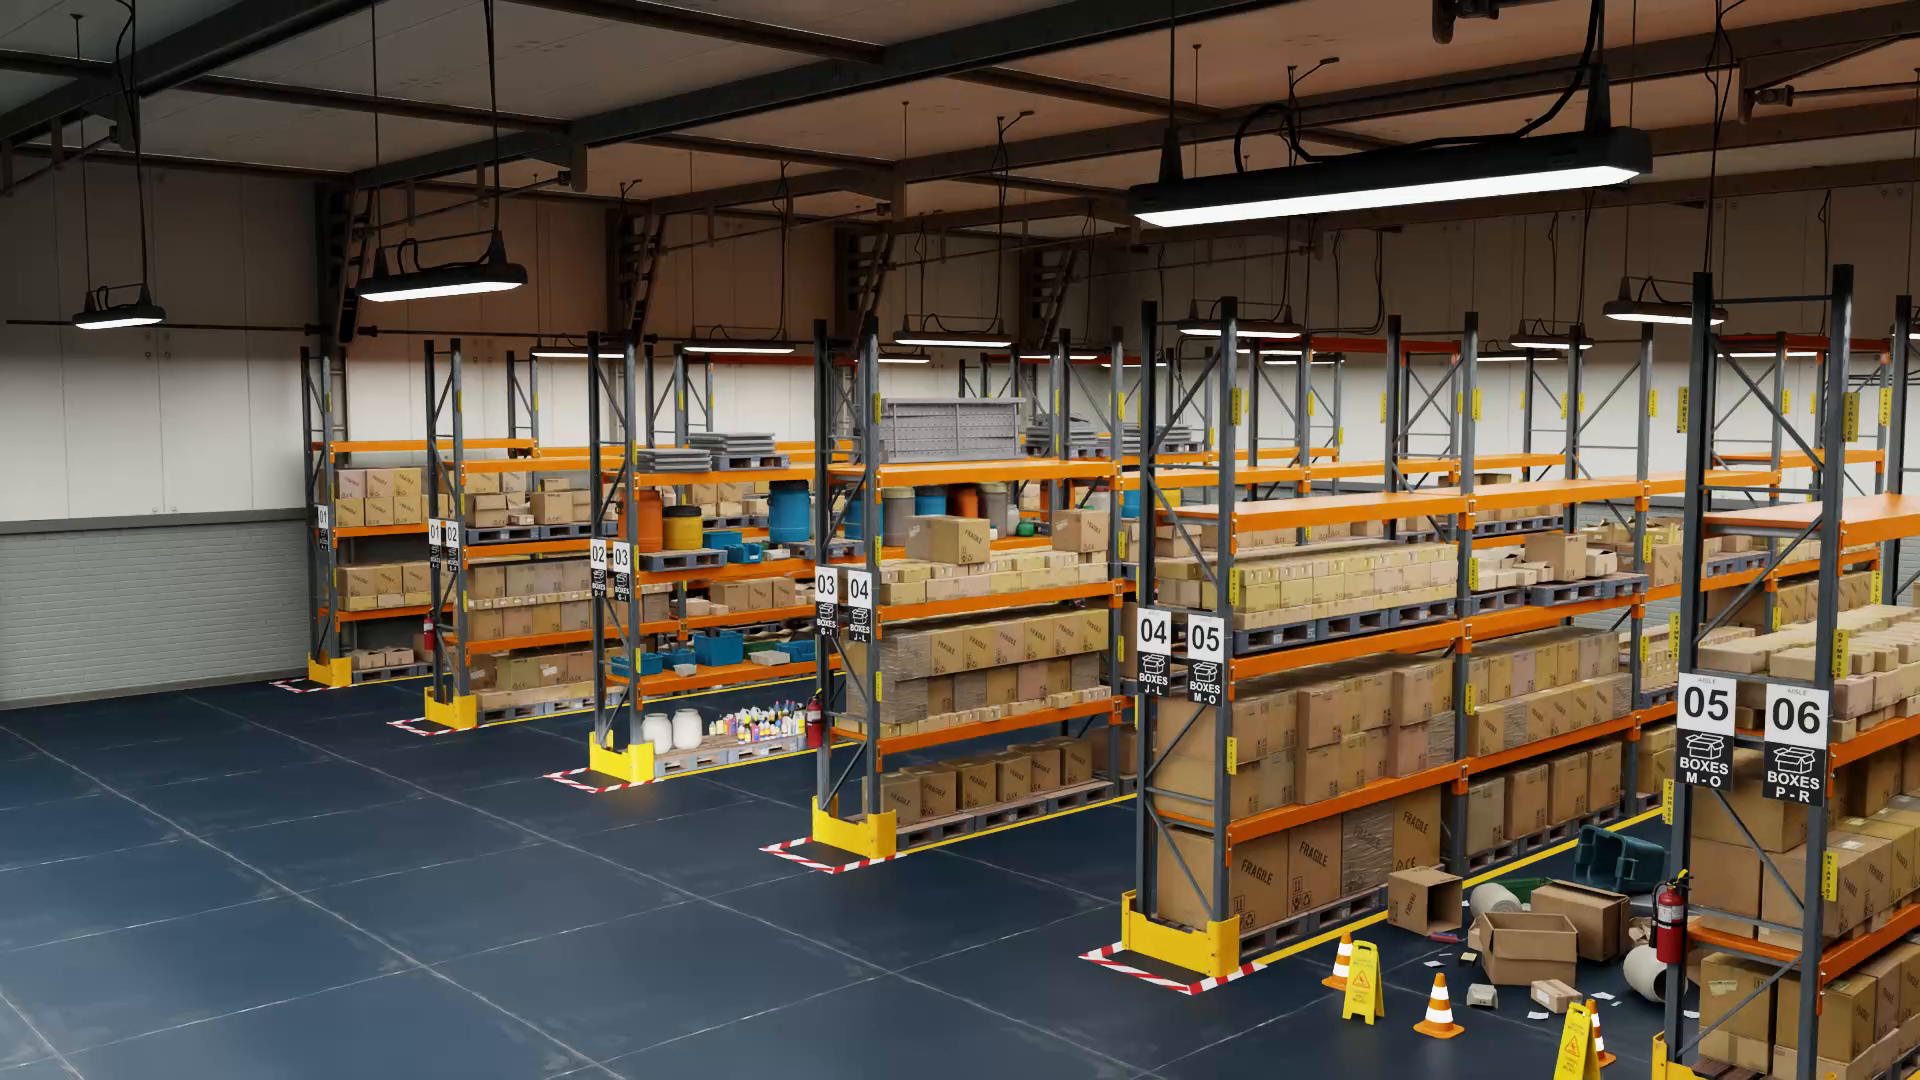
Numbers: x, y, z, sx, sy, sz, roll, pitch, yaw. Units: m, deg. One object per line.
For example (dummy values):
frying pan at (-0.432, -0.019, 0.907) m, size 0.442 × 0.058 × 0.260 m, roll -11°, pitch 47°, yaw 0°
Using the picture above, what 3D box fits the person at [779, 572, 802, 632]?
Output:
person at (-3.412, 1.473, 32.486) m, size 1.003 × 1.680 × 0.492 m, roll -4°, pitch 6°, yaw -37°

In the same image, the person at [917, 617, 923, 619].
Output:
person at (-0.877, 1.720, 28.684) m, size 1.030 × 1.596 × 0.604 m, roll -3°, pitch 6°, yaw -33°
